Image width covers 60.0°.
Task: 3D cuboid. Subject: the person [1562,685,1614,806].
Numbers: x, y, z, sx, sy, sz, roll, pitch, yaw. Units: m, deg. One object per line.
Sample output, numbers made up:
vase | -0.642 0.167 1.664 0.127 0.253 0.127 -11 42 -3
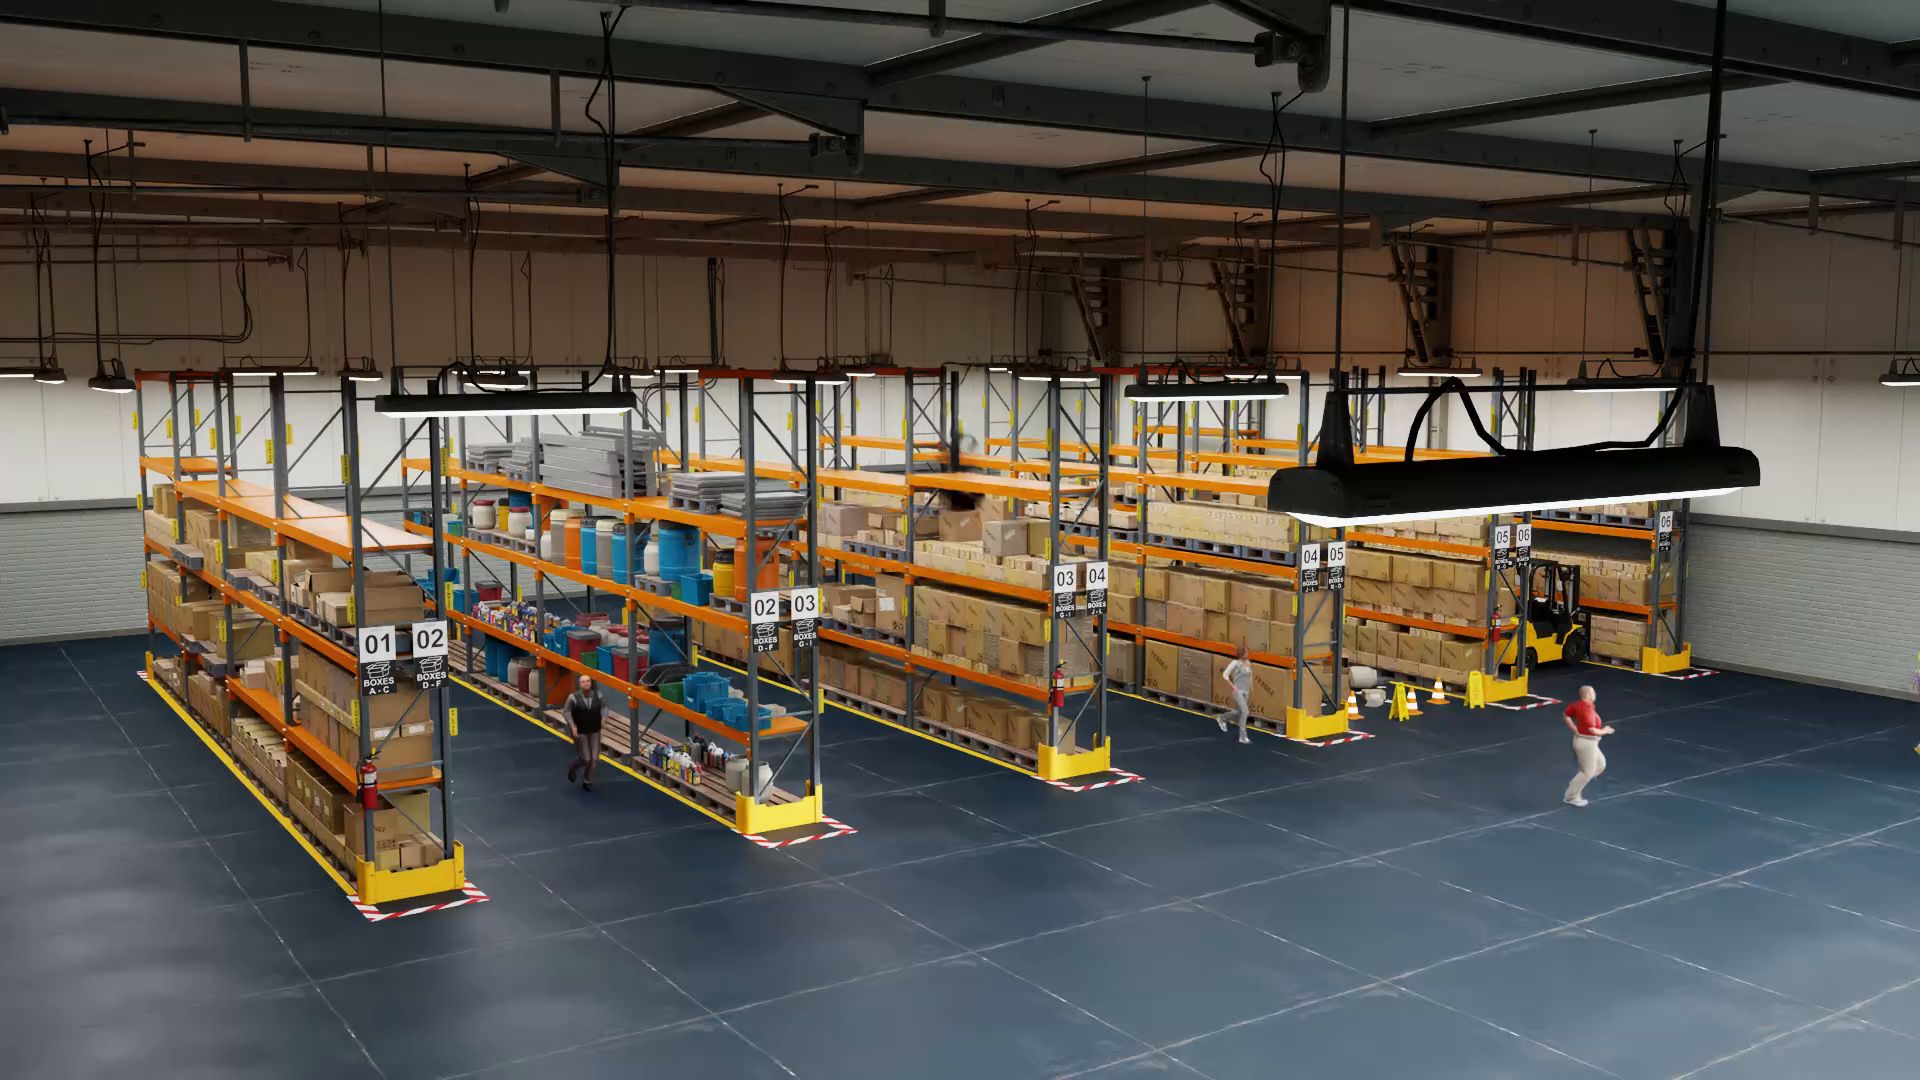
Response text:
person | 8.788 2.862 23.228 0.648 1.691 0.646 1 6 7

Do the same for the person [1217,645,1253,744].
person | 4.530 2.510 27.224 0.569 1.607 0.762 -6 9 -42

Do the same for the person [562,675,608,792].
person | -5.399 2.789 24.090 0.656 1.692 0.627 -4 8 -31
